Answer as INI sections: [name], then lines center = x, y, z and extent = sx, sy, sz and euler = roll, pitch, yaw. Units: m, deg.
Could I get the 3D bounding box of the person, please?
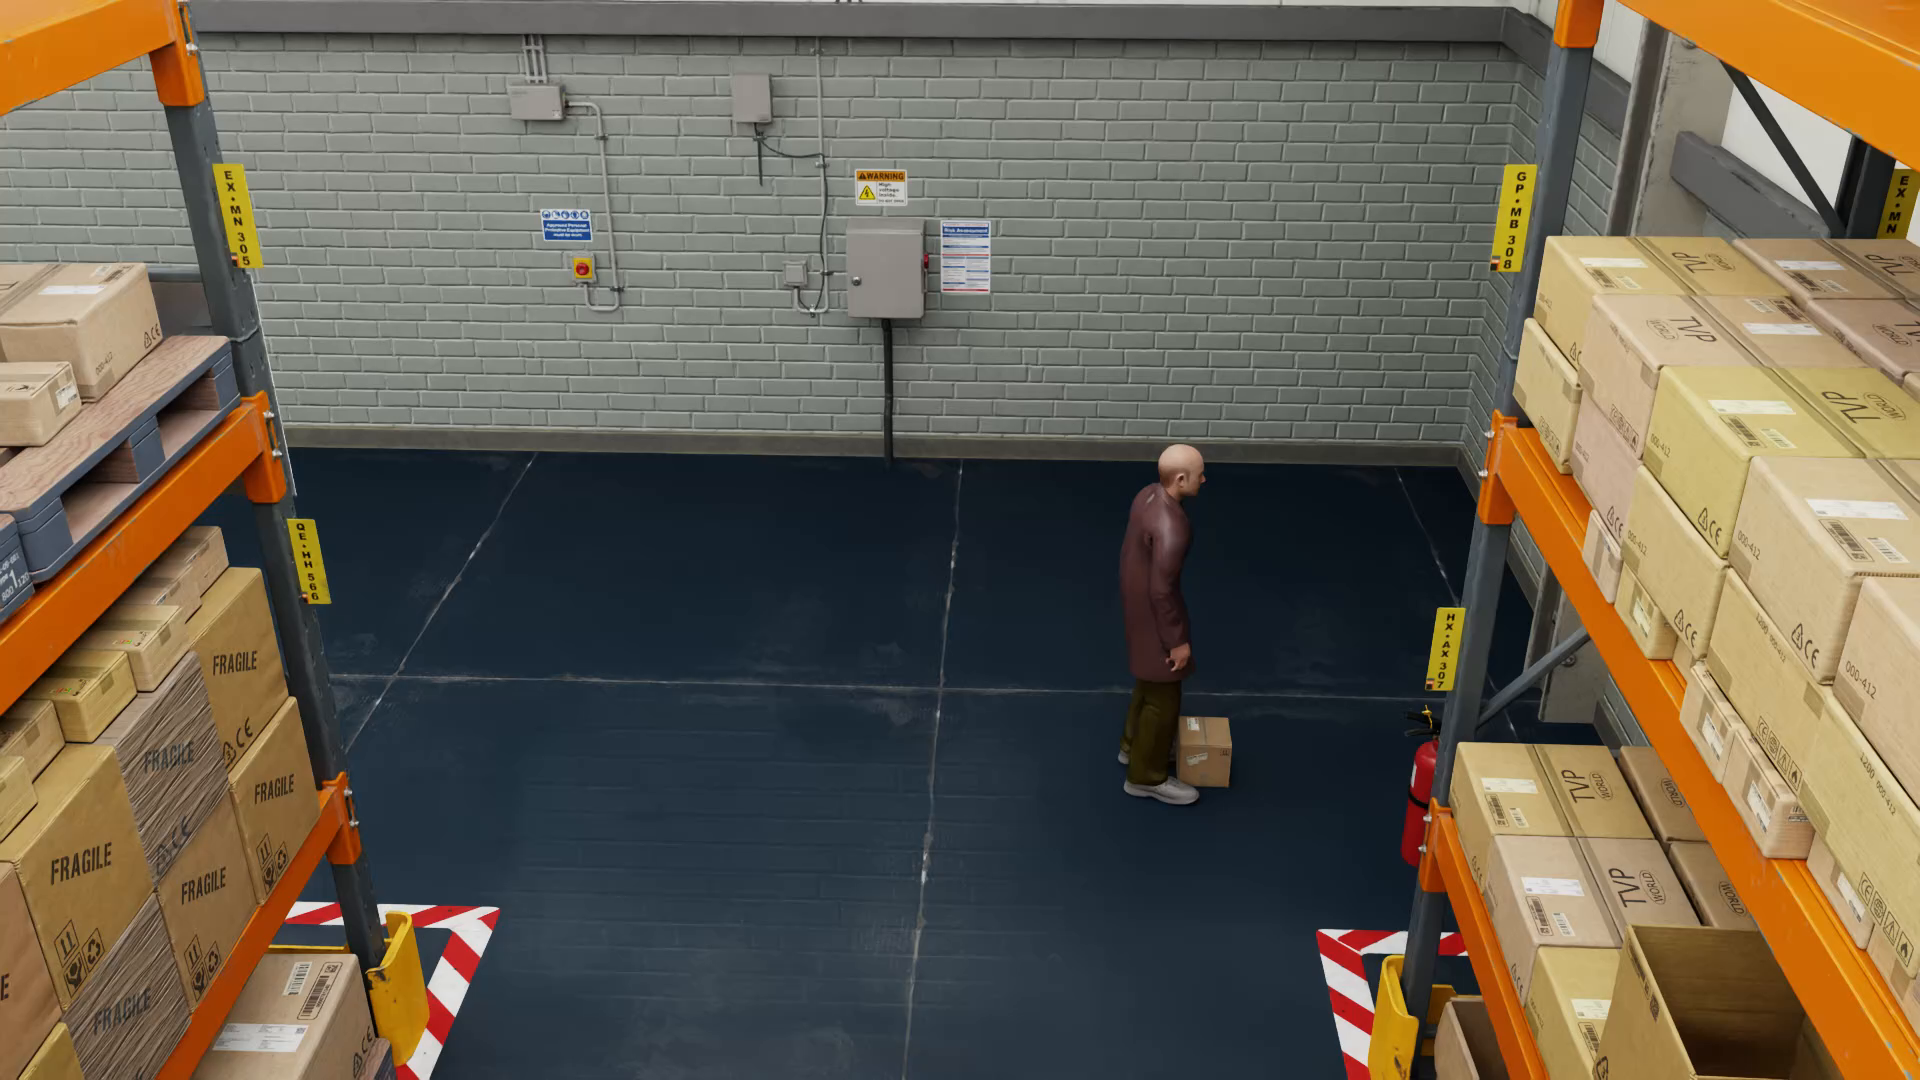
[person]
center = 0.962, 0.368, 7.931
extent = 0.420, 1.775, 0.655
euler = 0, 28, -1
